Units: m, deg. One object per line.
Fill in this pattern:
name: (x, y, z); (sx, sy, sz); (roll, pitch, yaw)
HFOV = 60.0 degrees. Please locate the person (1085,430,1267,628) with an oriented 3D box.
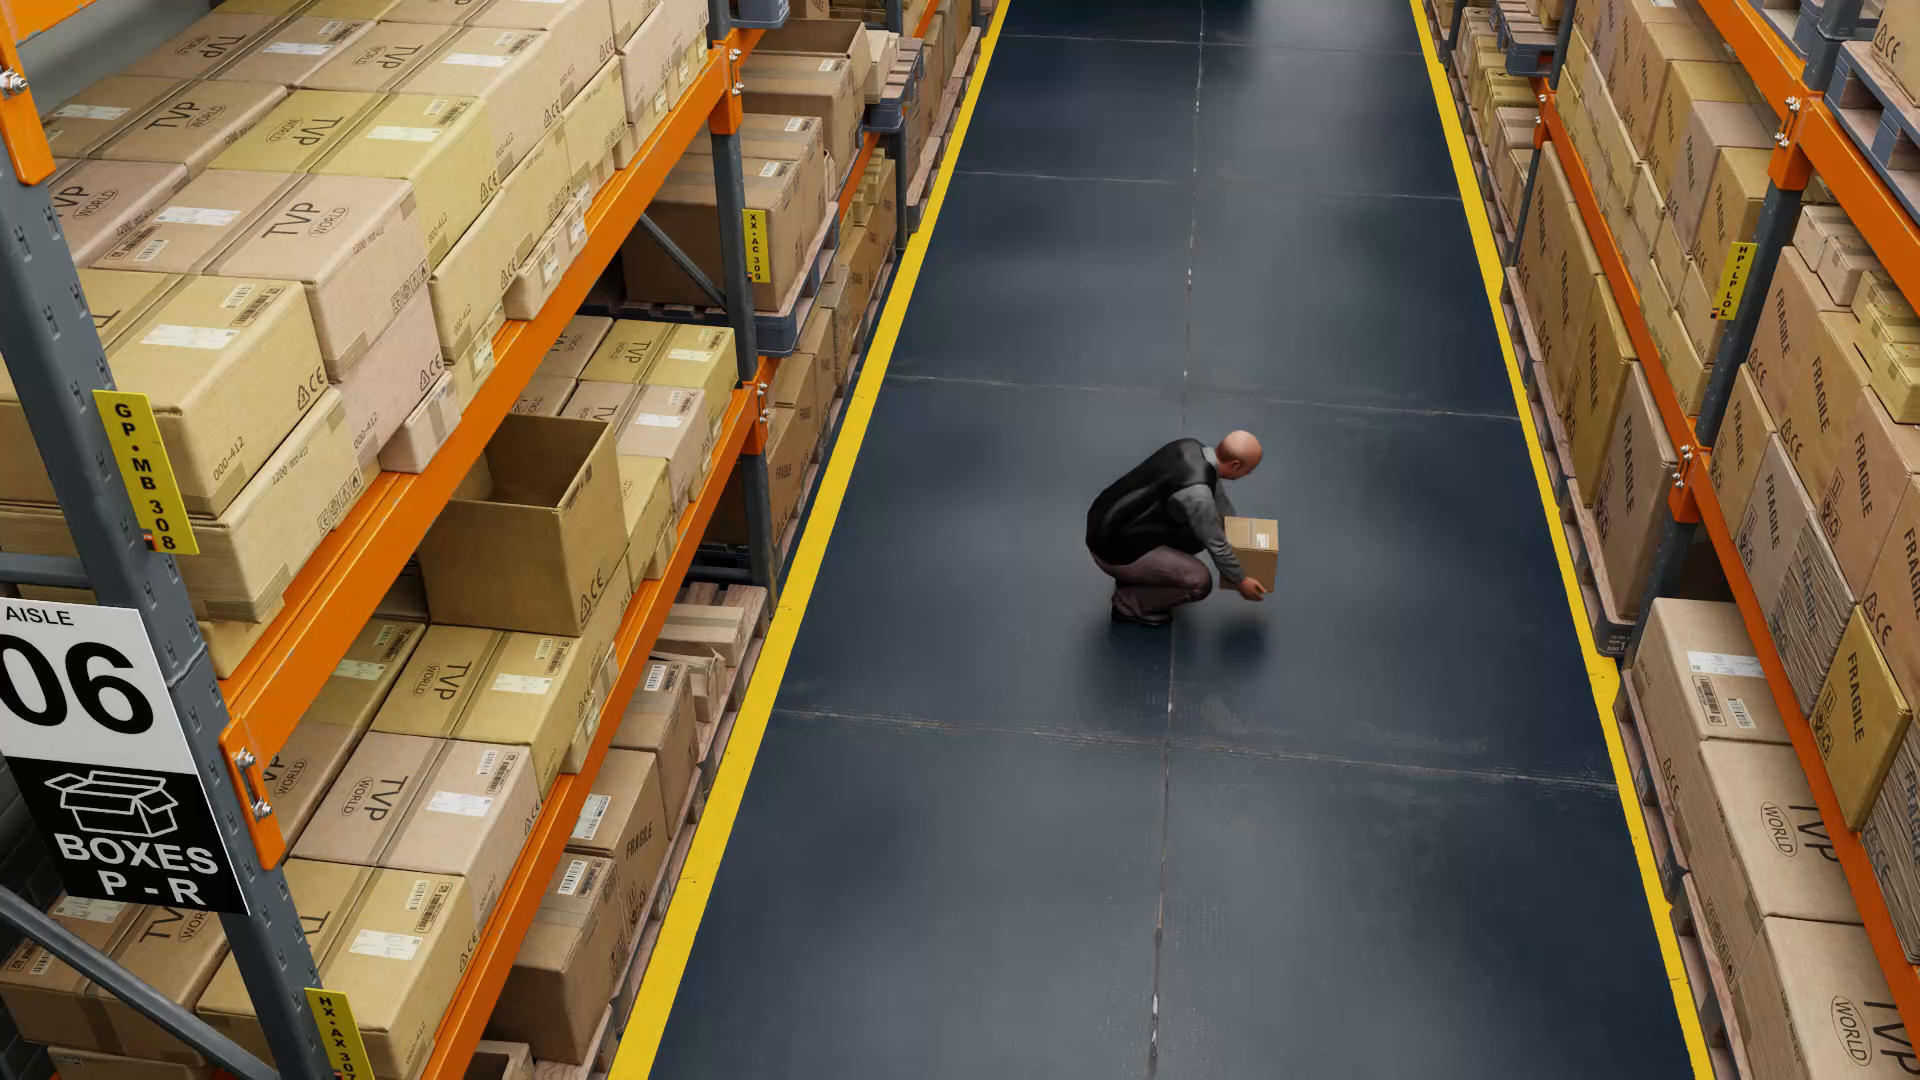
person: (1.031, -0.077, 7.833); (0.868, 0.957, 0.528); (4, 36, 6)
